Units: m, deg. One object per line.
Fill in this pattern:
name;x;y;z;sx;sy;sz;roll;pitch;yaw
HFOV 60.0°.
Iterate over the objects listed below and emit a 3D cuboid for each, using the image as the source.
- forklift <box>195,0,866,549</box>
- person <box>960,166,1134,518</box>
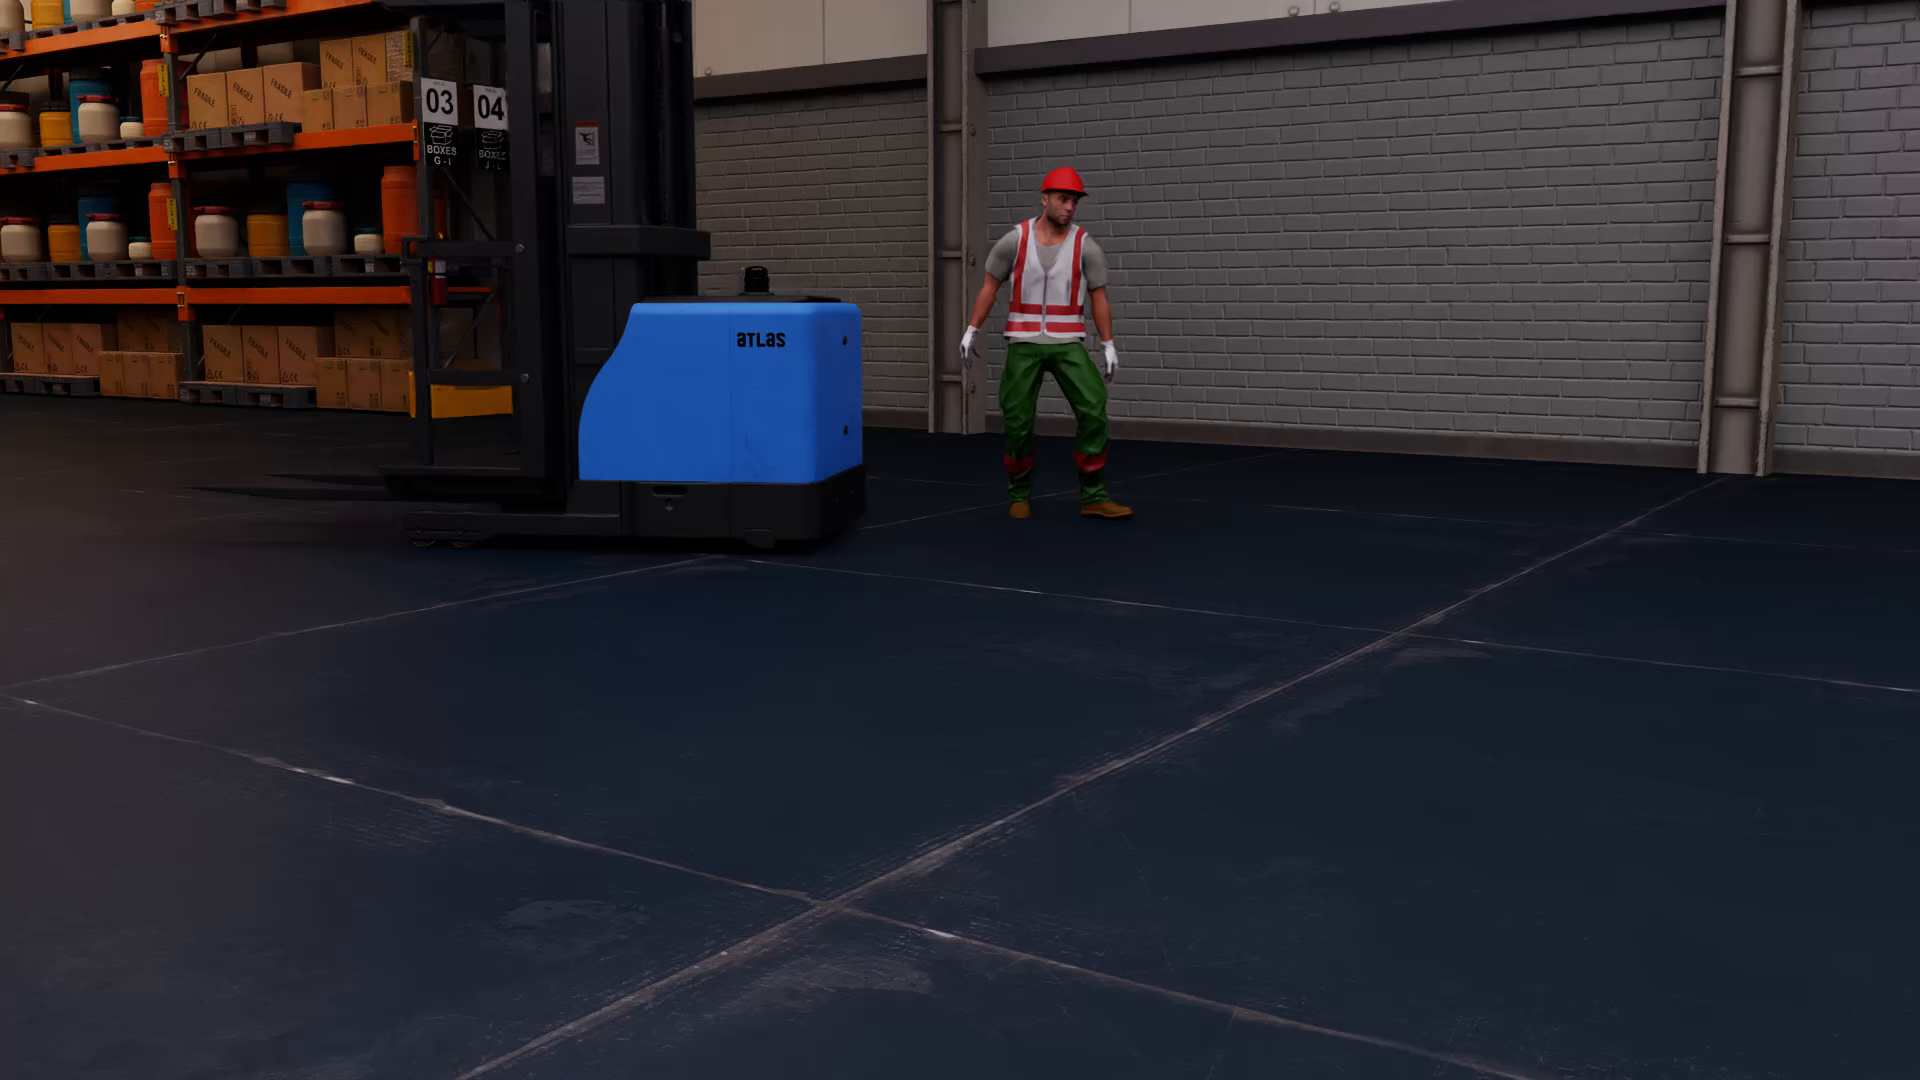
forklift;-2.019;-1.486;7.644;3.031;2.935;1.130;1;8;9
person;0.433;-0.963;8.302;0.885;1.750;0.460;1;8;5
